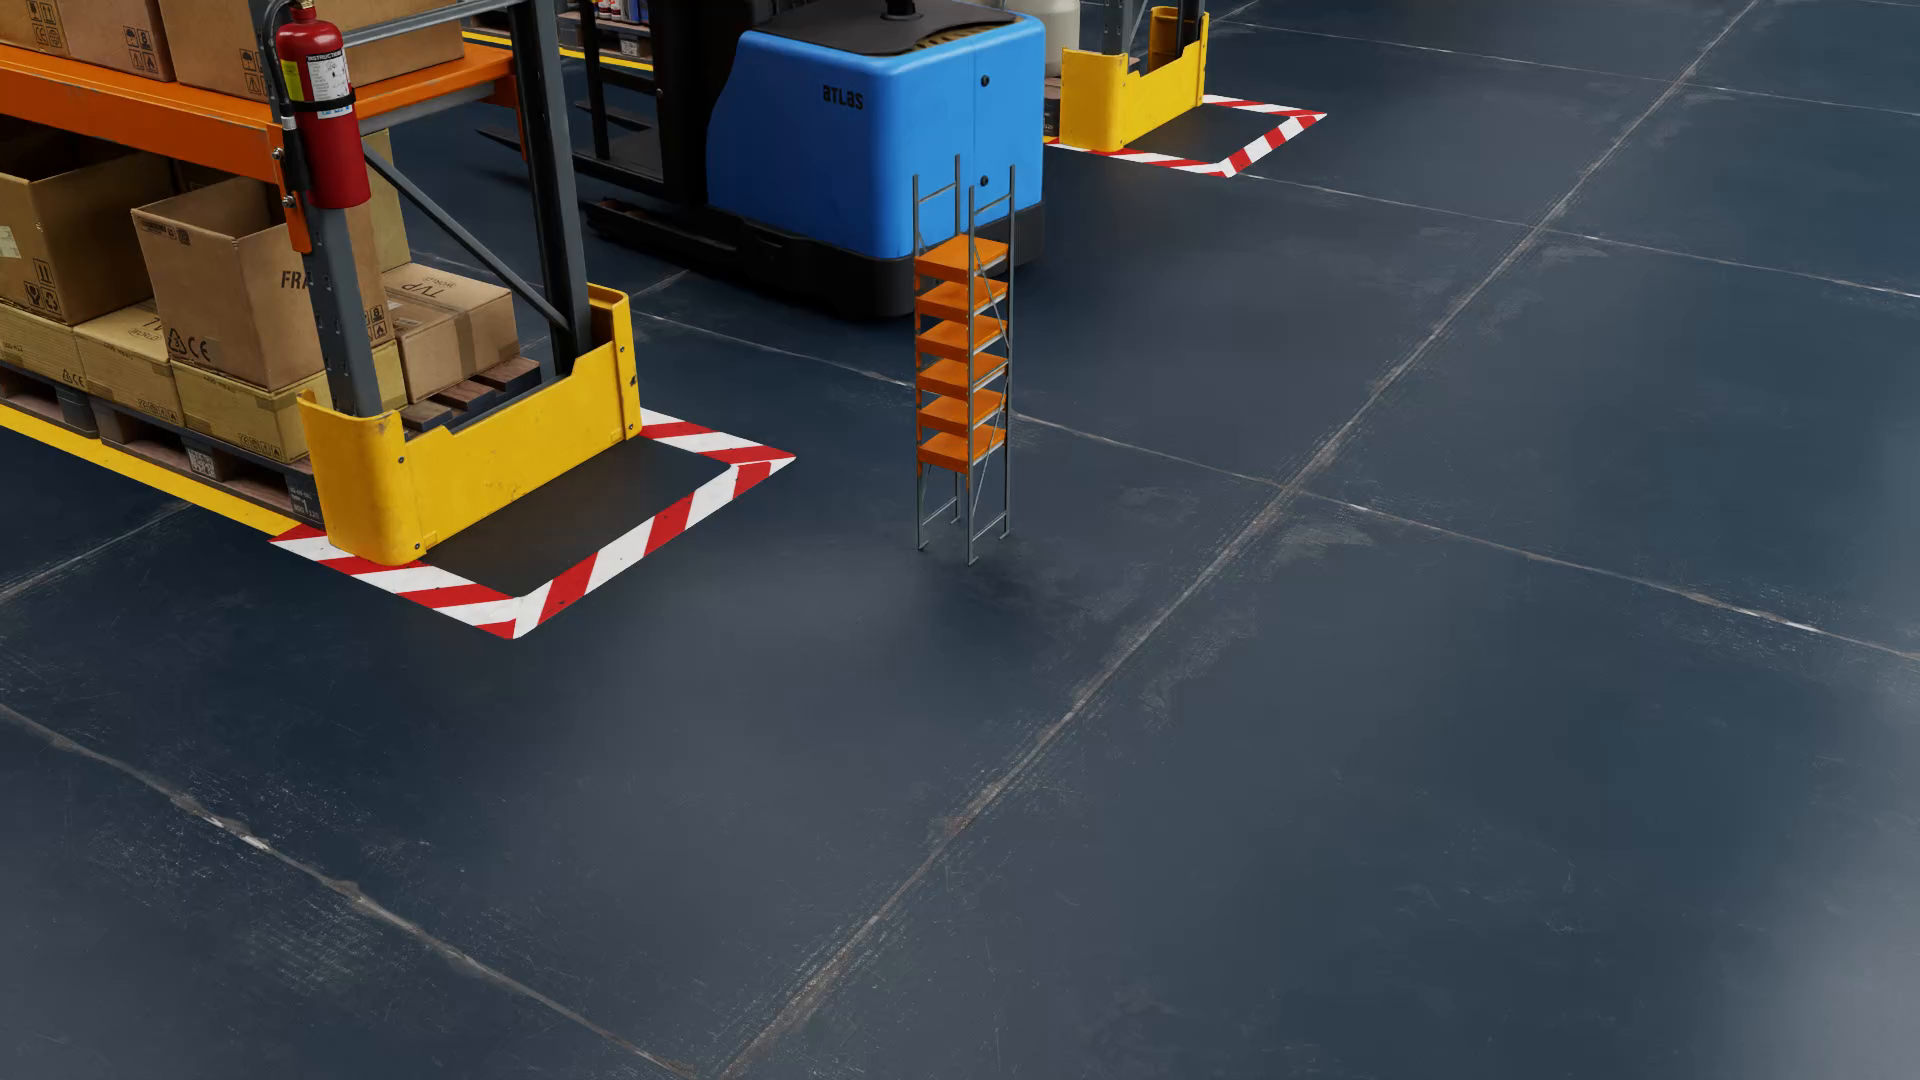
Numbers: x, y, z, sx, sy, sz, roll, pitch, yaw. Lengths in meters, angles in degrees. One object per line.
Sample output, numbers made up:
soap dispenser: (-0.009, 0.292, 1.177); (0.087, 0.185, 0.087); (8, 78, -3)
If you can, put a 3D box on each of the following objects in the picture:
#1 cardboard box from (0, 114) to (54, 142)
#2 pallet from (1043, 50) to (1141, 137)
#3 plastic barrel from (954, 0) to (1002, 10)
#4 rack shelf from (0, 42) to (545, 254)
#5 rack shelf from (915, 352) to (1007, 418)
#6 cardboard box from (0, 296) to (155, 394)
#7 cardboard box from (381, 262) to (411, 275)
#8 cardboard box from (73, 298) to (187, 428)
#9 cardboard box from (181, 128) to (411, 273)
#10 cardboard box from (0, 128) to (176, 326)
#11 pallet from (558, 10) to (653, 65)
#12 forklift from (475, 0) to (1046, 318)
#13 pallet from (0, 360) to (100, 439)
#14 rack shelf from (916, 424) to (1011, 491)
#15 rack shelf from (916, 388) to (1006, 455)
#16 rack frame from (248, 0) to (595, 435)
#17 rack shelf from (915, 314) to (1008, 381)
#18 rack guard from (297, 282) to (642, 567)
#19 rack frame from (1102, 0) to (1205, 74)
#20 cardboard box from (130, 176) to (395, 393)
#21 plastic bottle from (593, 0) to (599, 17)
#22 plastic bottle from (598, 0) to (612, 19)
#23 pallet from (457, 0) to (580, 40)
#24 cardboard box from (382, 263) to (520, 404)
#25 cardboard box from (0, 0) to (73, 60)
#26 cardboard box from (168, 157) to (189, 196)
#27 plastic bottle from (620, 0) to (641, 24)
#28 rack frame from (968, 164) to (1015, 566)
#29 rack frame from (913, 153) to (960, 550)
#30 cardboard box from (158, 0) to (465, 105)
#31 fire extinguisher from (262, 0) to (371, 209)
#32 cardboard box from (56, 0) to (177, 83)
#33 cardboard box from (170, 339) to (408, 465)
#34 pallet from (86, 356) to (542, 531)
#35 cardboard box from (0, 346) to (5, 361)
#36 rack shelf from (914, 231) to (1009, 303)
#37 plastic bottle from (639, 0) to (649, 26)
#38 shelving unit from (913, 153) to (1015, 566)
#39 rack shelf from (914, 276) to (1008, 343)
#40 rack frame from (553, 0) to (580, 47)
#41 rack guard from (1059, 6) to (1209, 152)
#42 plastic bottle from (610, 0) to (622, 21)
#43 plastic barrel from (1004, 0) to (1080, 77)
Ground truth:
cardboard box: (-3.475, -1.234, 5.956); (0.500, 0.500, 0.500); (18, 35, 27)
pallet: (0.277, -2.632, 9.552); (1.213, 0.211, 1.003); (18, 35, 27)
plastic barrel: (0.029, -3.001, 9.470); (0.421, 0.512, 0.421); (0, 30, 0)
rack shelf: (-3.279, -1.728, 5.950); (4.000, 0.370, 1.077); (18, 35, 27)
rack shelf: (0.012, -0.476, 4.963); (0.180, 0.103, 0.258); (18, 35, 27)
cardboard box: (-3.051, -0.776, 5.916); (0.500, 0.250, 0.500); (18, 35, 27)
cardboard box: (-2.346, -0.868, 6.073); (0.500, 0.250, 0.500); (18, 35, 27)
cardboard box: (-2.626, -0.643, 5.688); (0.500, 0.250, 0.500); (18, 35, 27)
cardboard box: (-2.345, -1.193, 5.885); (0.500, 0.500, 0.500); (18, 35, 27)
cardboard box: (-3.052, -1.099, 5.725); (0.500, 0.500, 0.500); (18, 35, 27)
pallet: (-1.790, -3.286, 10.673); (1.213, 0.211, 1.003); (18, 35, 27)
forklift: (-1.078, -2.769, 7.087); (3.031, 2.935, 1.130); (24, 38, 34)
pallet: (-3.284, -0.813, 6.434); (1.213, 0.211, 1.003); (18, 35, 27)
rack shelf: (0.012, -0.269, 5.084); (0.180, 0.103, 0.258); (18, 35, 27)
rack shelf: (0.012, -0.372, 5.024); (0.180, 0.103, 0.258); (18, 35, 27)
rack frame: (-1.585, -1.503, 4.850); (0.127, 3.000, 1.000); (18, 35, 27)
rack shelf: (0.012, -0.580, 4.903); (0.180, 0.103, 0.258); (18, 35, 27)
rack guard: (-1.565, -0.417, 5.469); (0.348, 0.500, 1.175); (18, 35, 27)
rack frame: (1.052, -3.616, 8.472); (0.127, 3.000, 1.000); (18, 35, 27)
cardboard box: (-2.197, -0.837, 5.277); (0.500, 0.500, 0.500); (18, 35, 27)
plastic bottle: (-2.299, -3.427, 10.418); (0.097, 0.271, 0.097); (0, 30, 0)
plastic bottle: (-2.213, -3.370, 10.389); (0.097, 0.201, 0.097); (0, 30, 0)
pallet: (-3.022, -3.677, 11.344); (1.213, 0.211, 1.003); (18, 35, 27)
cardboard box: (-1.921, -0.736, 5.846); (0.500, 0.250, 0.500); (18, 35, 27)
cardboard box: (-2.838, -1.951, 5.518); (0.500, 0.500, 0.700); (18, 35, 28)
cardboard box: (-2.776, -1.321, 6.105); (0.500, 0.500, 0.500); (18, 35, 27)
plastic bottle: (-2.011, -3.354, 10.289); (0.135, 0.276, 0.152); (19, 35, 29)
rack frame: (0.090, -0.490, 4.899); (0.006, 1.200, 0.240); (18, 35, 27)
rack frame: (-0.065, -0.539, 4.983); (0.006, 1.200, 0.240); (18, 35, 27)
cardboard box: (-1.974, -1.677, 5.048); (0.500, 0.500, 0.700); (18, 35, 27)
fire extinguisher: (-1.732, -1.240, 4.475); (0.183, 0.674, 0.296); (18, 35, 27)
cardboard box: (-2.421, -1.816, 5.286); (0.500, 0.500, 0.700); (19, 35, 29)
cardboard box: (-2.196, -0.514, 5.467); (0.500, 0.250, 0.500); (18, 35, 27)
pallet: (-2.255, -0.486, 5.873); (1.213, 0.211, 1.003); (18, 35, 27)
cardboard box: (-3.473, -0.911, 6.147); (0.500, 0.250, 0.500); (18, 35, 27)
rack shelf: (0.012, -0.787, 4.782); (0.180, 0.103, 0.258); (18, 35, 27)
plastic bottle: (-1.873, -3.340, 10.191); (0.185, 0.351, 0.144); (19, 35, 29)
shelving unit: (0.012, -0.514, 4.941); (0.189, 1.200, 0.258); (18, 35, 27)
rack shelf: (0.012, -0.683, 4.842); (0.180, 0.103, 0.258); (18, 35, 27)
rack frame: (-2.336, -4.688, 10.309); (0.127, 3.000, 1.000); (18, 35, 27)
rack guard: (0.962, -2.537, 9.102); (0.348, 0.500, 1.175); (18, 35, 27)
plastic bottle: (-2.127, -3.342, 10.343); (0.097, 0.201, 0.097); (0, 30, 0)
plastic barrel: (0.454, -2.867, 9.239); (0.421, 0.512, 0.421); (0, 30, 0)
